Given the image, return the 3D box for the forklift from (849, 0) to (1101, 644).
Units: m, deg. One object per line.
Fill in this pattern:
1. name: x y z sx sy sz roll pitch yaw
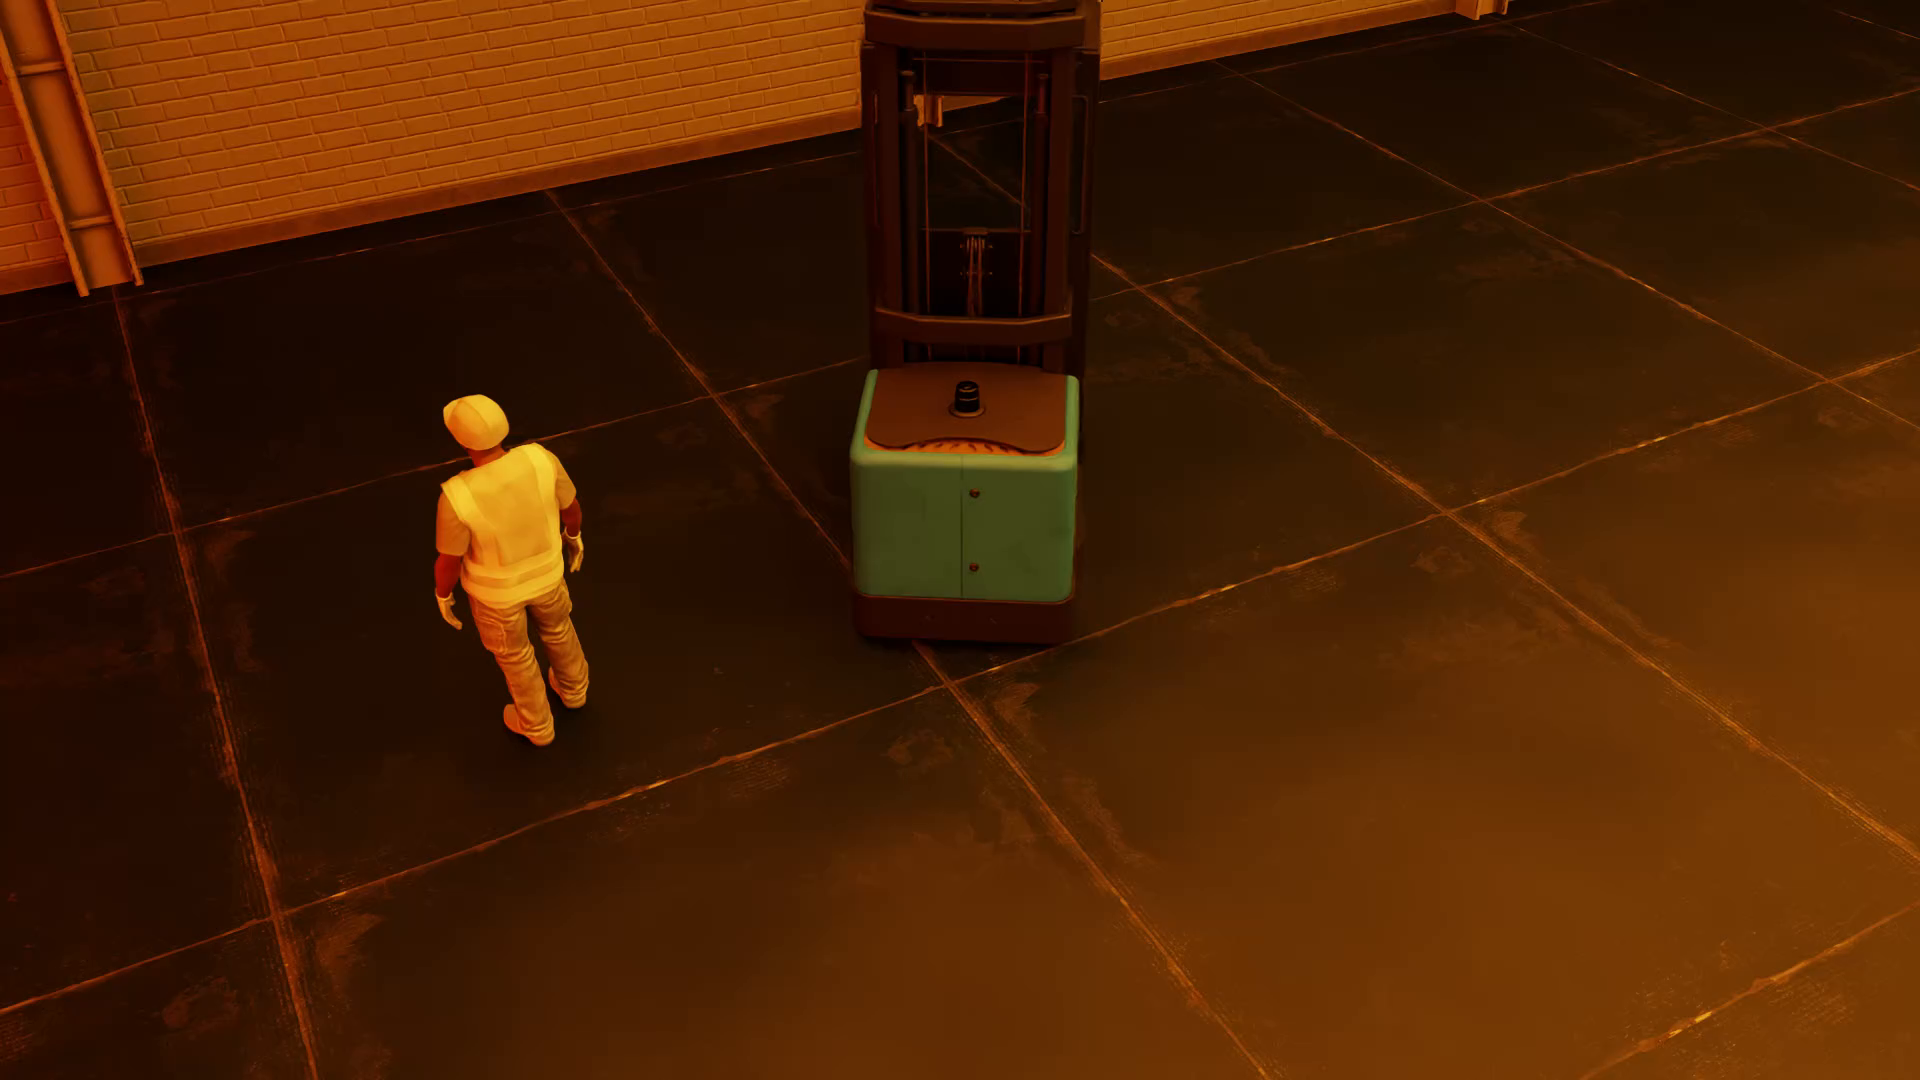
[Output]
1. forklift: 0.108 -1.534 8.293 1.130 2.935 3.031 2 35 3

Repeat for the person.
1. person: -1.899 0.110 6.951 0.663 1.784 0.578 -26 43 -31
